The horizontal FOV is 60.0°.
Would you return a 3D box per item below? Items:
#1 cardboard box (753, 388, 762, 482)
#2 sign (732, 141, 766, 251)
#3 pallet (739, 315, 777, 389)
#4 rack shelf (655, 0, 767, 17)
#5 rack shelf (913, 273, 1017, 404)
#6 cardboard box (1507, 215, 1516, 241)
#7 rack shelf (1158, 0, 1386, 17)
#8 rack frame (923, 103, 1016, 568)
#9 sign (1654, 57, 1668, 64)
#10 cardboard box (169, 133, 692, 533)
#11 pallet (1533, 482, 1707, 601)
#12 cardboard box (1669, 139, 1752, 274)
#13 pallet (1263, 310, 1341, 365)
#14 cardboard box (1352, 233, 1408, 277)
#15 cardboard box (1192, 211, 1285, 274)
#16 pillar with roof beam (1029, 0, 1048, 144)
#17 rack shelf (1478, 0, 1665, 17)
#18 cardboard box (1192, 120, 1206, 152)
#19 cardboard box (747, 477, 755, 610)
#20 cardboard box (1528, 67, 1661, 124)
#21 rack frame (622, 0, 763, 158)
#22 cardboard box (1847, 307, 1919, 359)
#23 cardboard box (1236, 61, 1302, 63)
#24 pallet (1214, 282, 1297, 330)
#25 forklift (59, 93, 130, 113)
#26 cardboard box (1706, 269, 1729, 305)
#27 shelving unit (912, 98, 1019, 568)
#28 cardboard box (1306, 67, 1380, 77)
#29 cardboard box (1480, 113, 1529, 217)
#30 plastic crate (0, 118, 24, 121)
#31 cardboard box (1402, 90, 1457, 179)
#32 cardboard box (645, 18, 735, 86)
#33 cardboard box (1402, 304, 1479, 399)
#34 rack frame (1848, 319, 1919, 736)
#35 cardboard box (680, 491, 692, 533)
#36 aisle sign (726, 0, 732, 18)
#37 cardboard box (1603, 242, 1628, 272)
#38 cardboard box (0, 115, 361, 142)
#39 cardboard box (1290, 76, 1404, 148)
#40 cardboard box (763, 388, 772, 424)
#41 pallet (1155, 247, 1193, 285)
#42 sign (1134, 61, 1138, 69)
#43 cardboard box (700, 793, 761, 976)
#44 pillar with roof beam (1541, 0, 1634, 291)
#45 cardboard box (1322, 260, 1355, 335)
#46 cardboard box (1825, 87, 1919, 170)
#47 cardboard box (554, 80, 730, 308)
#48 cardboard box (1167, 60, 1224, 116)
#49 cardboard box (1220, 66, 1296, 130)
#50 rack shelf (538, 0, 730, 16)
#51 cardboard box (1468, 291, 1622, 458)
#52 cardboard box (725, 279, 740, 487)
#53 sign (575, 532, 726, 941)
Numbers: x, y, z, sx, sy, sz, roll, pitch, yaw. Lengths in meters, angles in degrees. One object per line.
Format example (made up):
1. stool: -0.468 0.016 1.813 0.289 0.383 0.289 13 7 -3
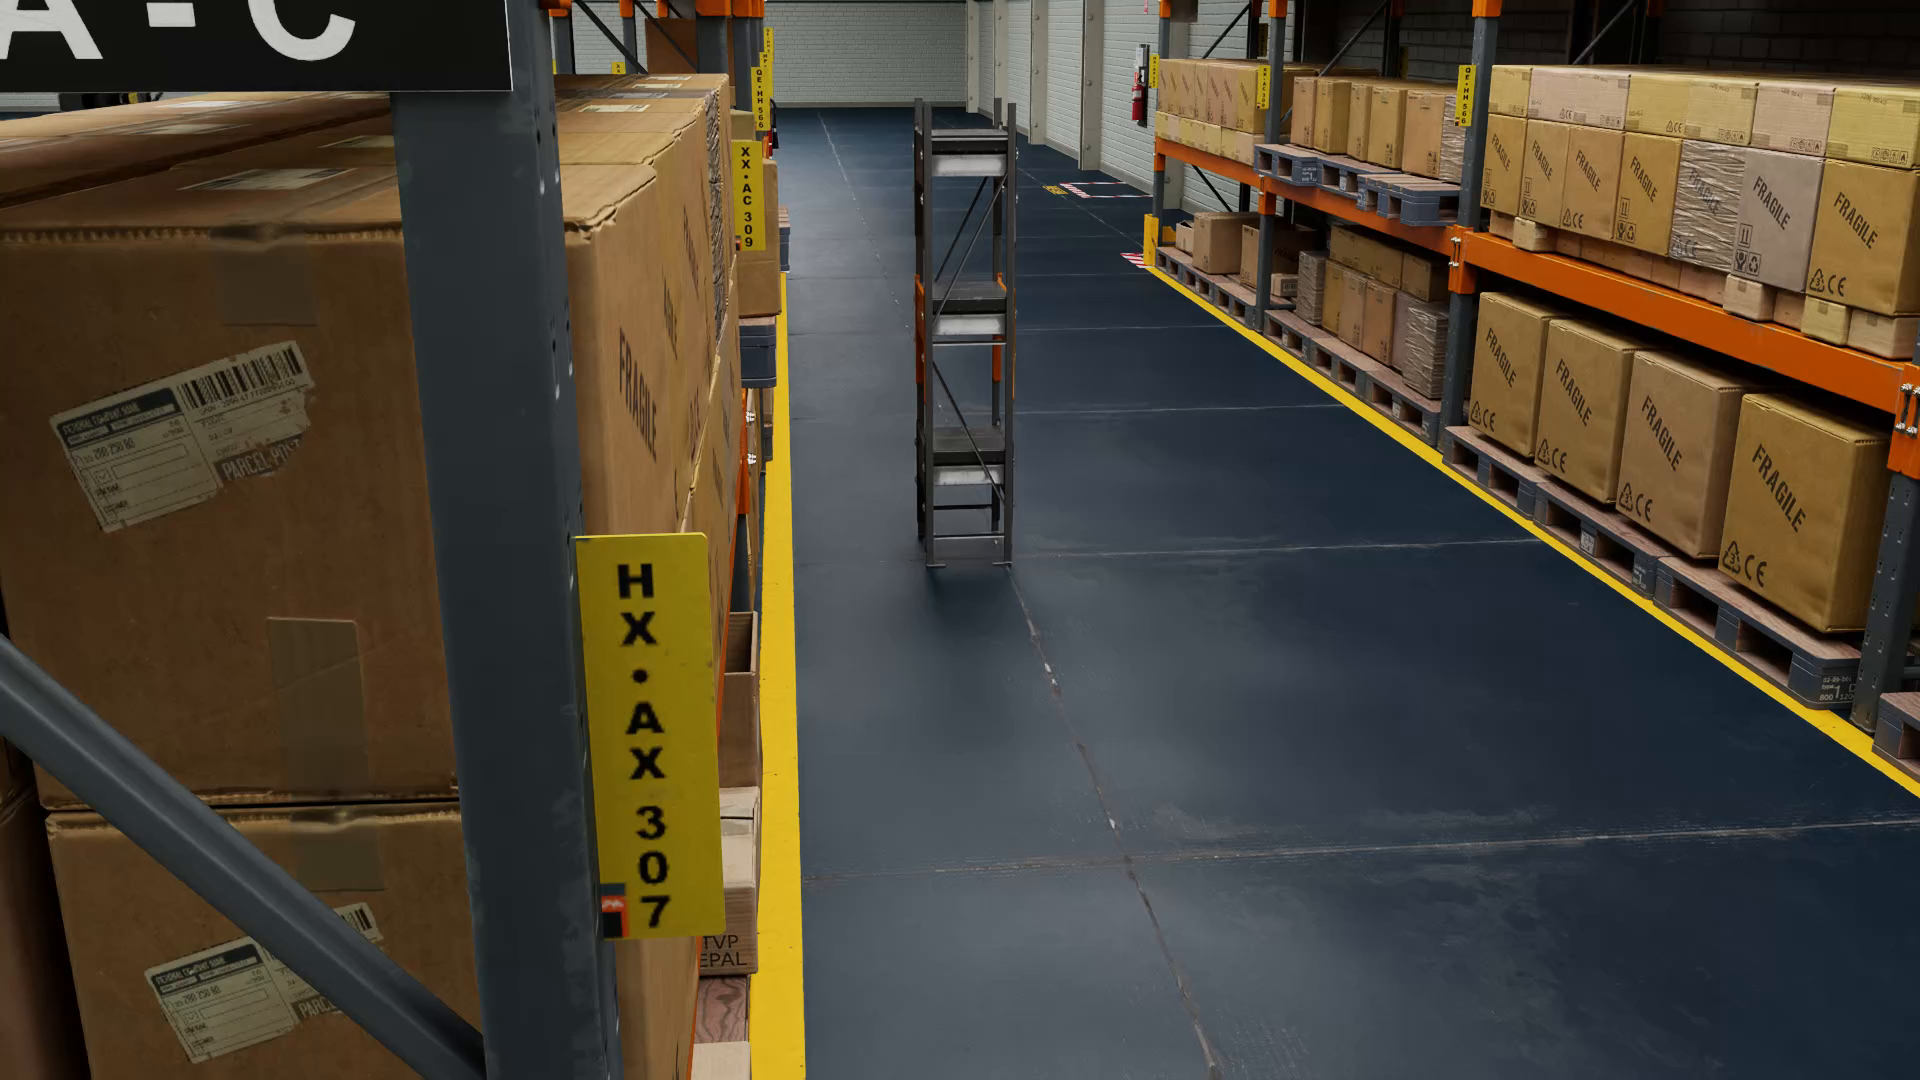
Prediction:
1. cardboard box: -1.267 -0.548 8.352 0.500 0.500 0.500 -1 17 -3
2. sign: -0.645 -1.042 5.043 0.100 0.325 0.005 -2 18 -6
3. pallet: -1.158 -0.760 5.910 1.003 0.211 1.213 -2 18 -6
4. rack shelf: -2.216 -4.677 14.261 1.077 0.370 4.000 -2 18 -6
5. rack shelf: 0.017 -0.939 7.710 0.431 0.518 0.480 -2 18 -6
6. cardboard box: 3.151 -1.665 8.859 0.380 0.149 0.250 -2 17 -5
7. rack shelf: 2.711 -4.831 14.752 1.077 0.370 4.000 -2 18 -6
8. rack frame: 0.042 -0.880 7.474 0.400 2.100 0.015 -2 18 -6
9. sign: 3.882 -2.526 9.284 0.100 0.325 0.005 -2 18 -6
10. cardboard box: -0.617 -0.239 2.094 0.500 0.500 0.500 -2 18 -5
11. pallet: 3.459 -0.026 7.906 1.003 0.211 1.213 -2 18 -6
12. cardboard box: 3.338 -1.395 6.915 0.500 0.500 0.500 -2 18 -6
13. pallet: 2.999 -1.585 12.874 1.003 0.211 1.213 -2 18 -6
14. cardboard box: 3.116 -2.018 11.784 0.500 0.250 0.500 -2 18 -7
15. cardboard box: 2.571 -2.758 15.392 0.700 0.500 0.500 -3 18 -9
16. pillar with roof beam: -2.701 -12.250 32.172 9.100 9.000 0.400 -2 18 -6
17. rack shelf: 3.536 -2.448 7.160 1.077 0.370 4.000 -2 18 -6
18. cardboard box: 2.404 -3.665 15.061 0.500 0.250 0.500 -2 18 -5
19. cardboard box: -1.058 0.062 6.409 0.500 0.500 0.500 -2 17 -5
20. cardboard box: 3.177 -2.210 8.258 0.500 0.250 0.500 -2 18 -6
21. rack frame: -2.009 -2.994 12.704 1.000 3.000 0.127 -2 18 -6
22. cardboard box: 3.426 -0.746 5.931 0.380 0.149 0.250 -2 18 -5
23. cardboard box: 2.865 -4.197 15.503 0.500 0.500 0.500 -2 18 -7
24. pallet: 2.813 -2.016 14.247 1.003 0.211 1.213 -2 18 -6
25. forklift: -3.078 -1.238 7.228 1.130 2.935 3.031 -2 18 -6
26. cardboard box: 3.350 -1.051 6.902 0.380 0.149 0.250 -2 18 -6
27. shelving unit: 0.017 -0.952 7.705 0.431 2.100 0.503 -2 18 -6
28. cardboard box: 3.077 -3.590 13.569 0.500 0.500 0.500 -2 18 -7
29. cardboard box: 3.126 -2.002 8.851 0.500 0.500 0.500 -1 17 -4
30. plastic crate: -6.582 -2.737 11.781 0.402 0.464 0.583 -2 18 -6
31. cardboard box: 3.187 -2.519 10.291 0.700 0.500 0.500 -3 18 -11
32. cardboard box: -2.062 -3.792 12.916 0.700 0.500 0.500 -2 18 -5
33. cardboard box: 3.204 -1.186 10.386 0.700 0.500 0.500 -2 17 -5
34. rack frame: 3.743 -0.764 5.603 1.000 3.000 0.127 -2 18 -6
35. cardboard box: -0.614 0.240 2.238 0.500 0.500 0.500 -2 18 -6
36. aisle sign: -2.137 -5.454 16.202 0.394 0.787 0.004 -2 18 -6
37. cardboard box: 3.294 -1.358 7.880 0.380 0.149 0.250 -2 17 -5
38. cardboard box: -1.202 -0.372 2.518 0.500 0.500 0.500 -1 17 -4
39. cardboard box: 2.936 -3.253 12.628 0.700 0.500 0.500 -2 18 -5
40. cardboard box: -1.359 -0.855 9.783 0.500 0.250 0.500 -2 18 -6
41. pallet: 2.561 -2.743 16.562 1.003 0.211 1.213 -2 18 -6
42. sign: 2.639 -7.119 24.900 0.001 0.109 0.331 -2 18 -6
43. cardboard box: -0.766 0.847 4.225 0.500 0.311 0.500 -2 18 -6
44. pillar with roof beam: -0.226 -5.099 9.396 9.100 9.000 0.400 -2 18 -6
45. cardboard box: 3.113 -1.794 12.322 0.700 0.500 0.500 -2 18 -7
46. cardboard box: 3.440 -1.452 5.847 0.500 0.250 0.500 -1 17 -4
47. cardboard box: -0.819 -0.840 4.007 0.500 0.500 0.500 -2 18 -7
48. cardboard box: 2.296 -4.336 15.946 0.500 0.500 0.500 -2 18 -5
49. cardboard box: 2.504 -3.723 13.994 0.500 0.500 0.500 -2 18 -6
50. rack shelf: -0.978 -1.102 2.873 1.077 0.370 4.000 -2 18 -6
51. cardboard box: 3.275 -0.907 8.948 0.750 0.750 0.750 -2 18 -6
52. cardboard box: -0.823 -0.363 4.159 0.500 0.500 0.500 -1 17 -4
53. sign: -0.232 0.152 1.240 0.100 0.325 0.005 -2 18 -6
